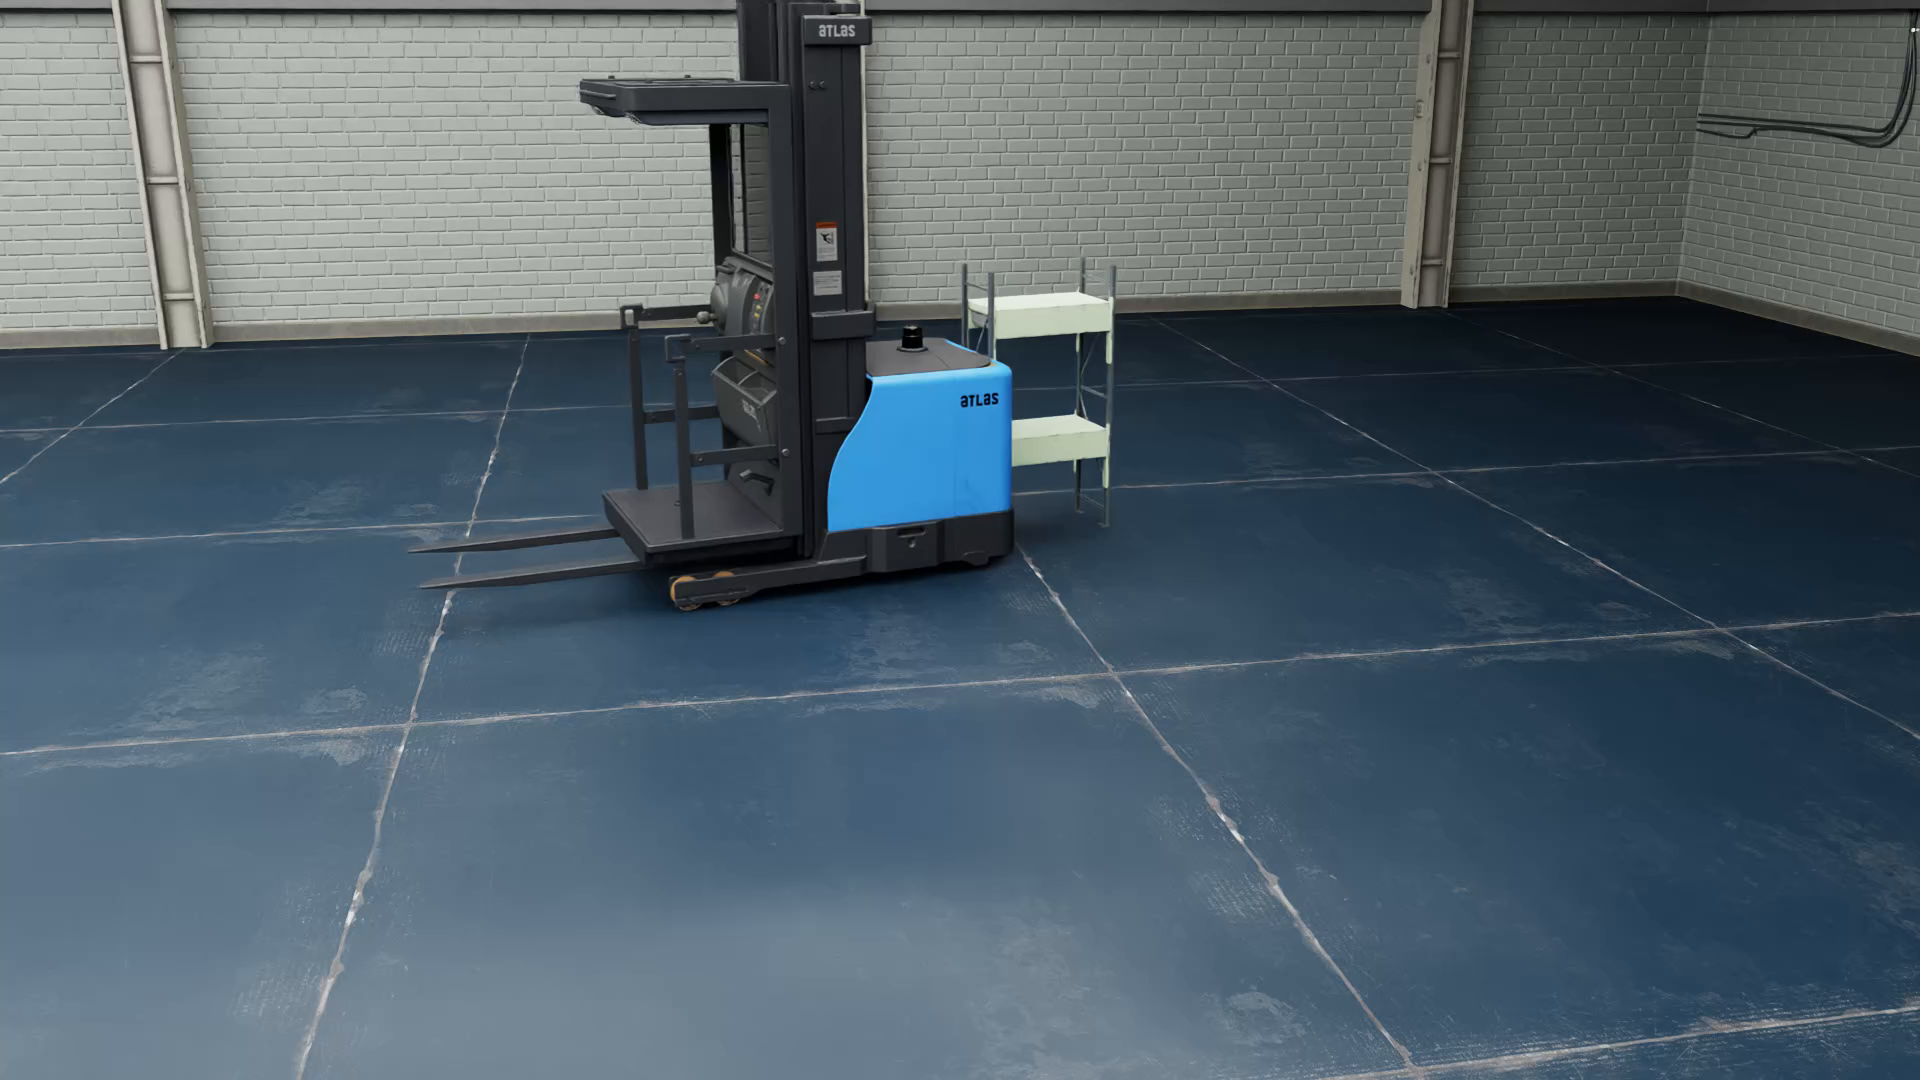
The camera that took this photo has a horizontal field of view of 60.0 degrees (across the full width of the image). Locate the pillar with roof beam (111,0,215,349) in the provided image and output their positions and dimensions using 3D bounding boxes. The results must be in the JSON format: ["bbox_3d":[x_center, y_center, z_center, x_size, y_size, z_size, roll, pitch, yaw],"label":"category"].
[{"bbox_3d":[-6.164,-4.821,9.682,0.400,9.000,9.100,-3,17,-10],"label":"pillar with roof beam"}]

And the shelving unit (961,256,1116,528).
[{"bbox_3d":[0.432,-0.799,9.358,0.755,1.500,0.431,-7,18,-22],"label":"shelving unit"}]

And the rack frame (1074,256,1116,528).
[{"bbox_3d":[0.768,-0.841,9.496,0.023,1.500,0.400,-7,18,-22],"label":"rack frame"}]

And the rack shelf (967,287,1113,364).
[{"bbox_3d":[0.432,-1.172,9.243,0.720,0.370,0.431,-7,18,-22],"label":"rack shelf"}]

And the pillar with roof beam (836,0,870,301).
[{"bbox_3d":[-0.273,-5.155,10.770,0.400,9.000,9.100,-3,17,-10],"label":"pillar with roof beam"}]

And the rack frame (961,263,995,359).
[{"bbox_3d":[0.095,-0.756,9.220,0.023,1.500,0.400,-7,18,-22],"label":"rack frame"}]

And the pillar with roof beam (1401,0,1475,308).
[{"bbox_3d":[5.618,-5.489,11.858,0.400,9.000,9.100,-3,17,-10],"label":"pillar with roof beam"}]

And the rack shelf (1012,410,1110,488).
[{"bbox_3d":[0.432,-0.487,9.454,0.720,0.370,0.431,-7,18,-22],"label":"rack shelf"}]

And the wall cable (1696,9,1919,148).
[{"bbox_3d":[7.945,-5.029,15.647,0.112,2.526,3.097,-3,17,-10],"label":"wall cable"}]

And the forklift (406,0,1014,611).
[{"bbox_3d":[-1.279,-1.230,8.325,3.031,2.935,1.130,-7,18,-22],"label":"forklift"}]
